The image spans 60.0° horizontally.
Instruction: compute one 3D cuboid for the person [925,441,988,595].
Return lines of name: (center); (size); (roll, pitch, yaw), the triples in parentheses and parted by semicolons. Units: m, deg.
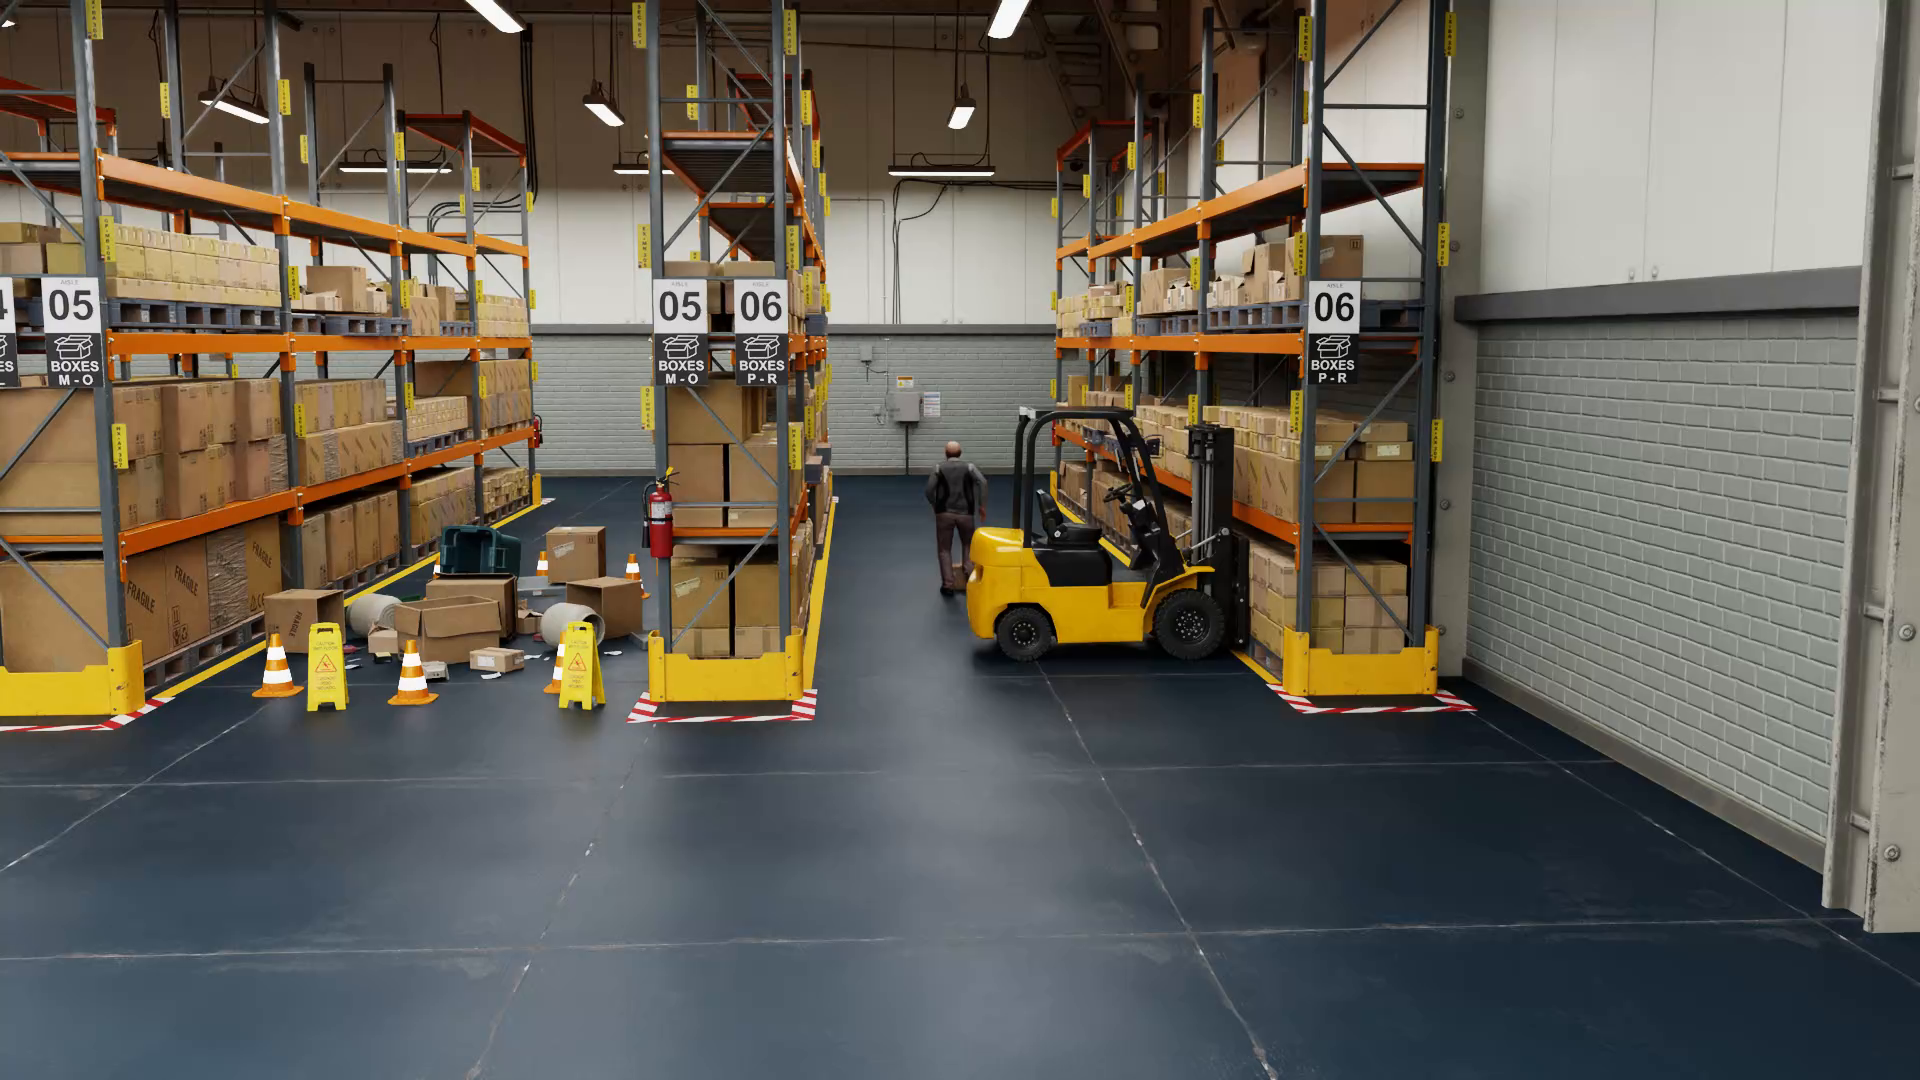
person: (-0.044, -0.258, 18.315); (0.682, 1.645, 0.738); (-1, 7, -9)
